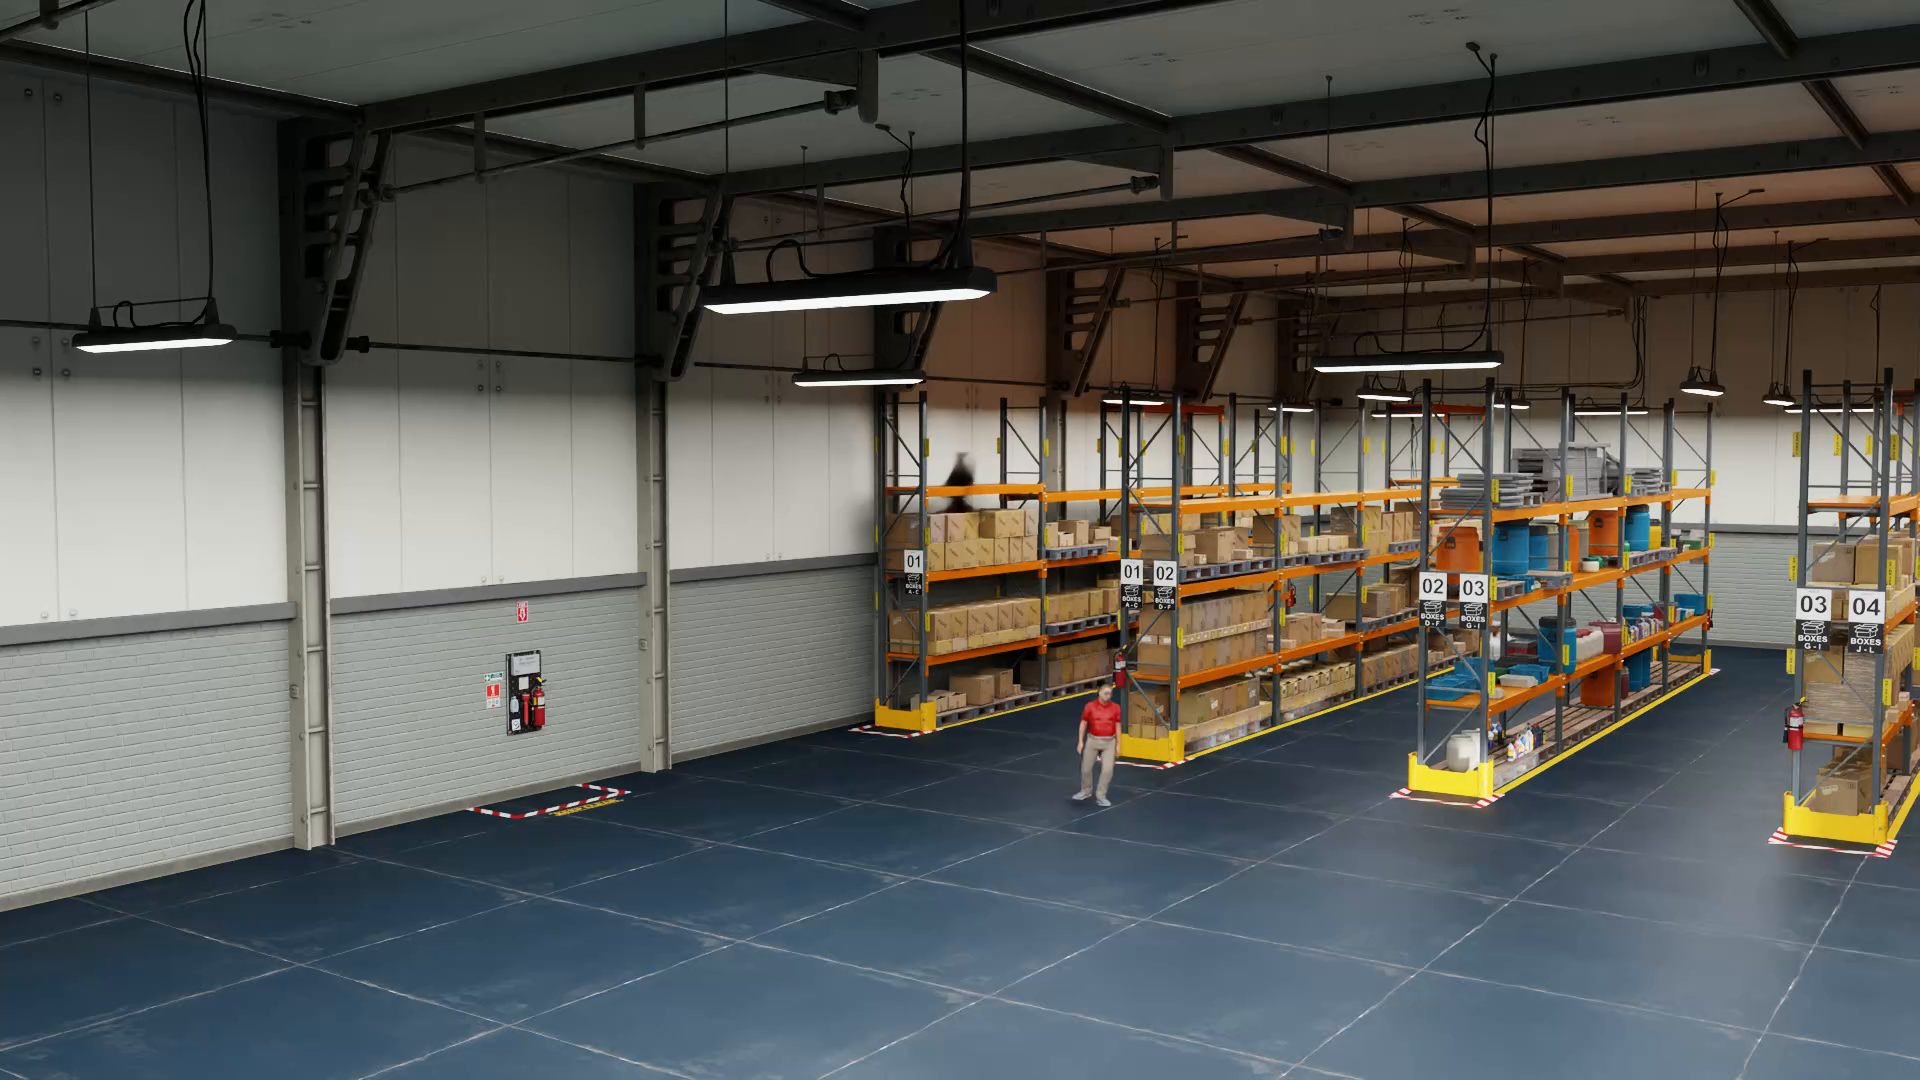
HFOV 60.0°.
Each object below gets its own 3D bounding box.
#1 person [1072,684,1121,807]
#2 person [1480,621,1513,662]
[{"bbox_3d":[1.917,2.855,23.282,0.668,1.708,0.523,0,3,-4],"label":"person"},{"bbox_3d":[10.377,2.399,32.070,0.618,1.709,0.901,3,4,40],"label":"person"}]
